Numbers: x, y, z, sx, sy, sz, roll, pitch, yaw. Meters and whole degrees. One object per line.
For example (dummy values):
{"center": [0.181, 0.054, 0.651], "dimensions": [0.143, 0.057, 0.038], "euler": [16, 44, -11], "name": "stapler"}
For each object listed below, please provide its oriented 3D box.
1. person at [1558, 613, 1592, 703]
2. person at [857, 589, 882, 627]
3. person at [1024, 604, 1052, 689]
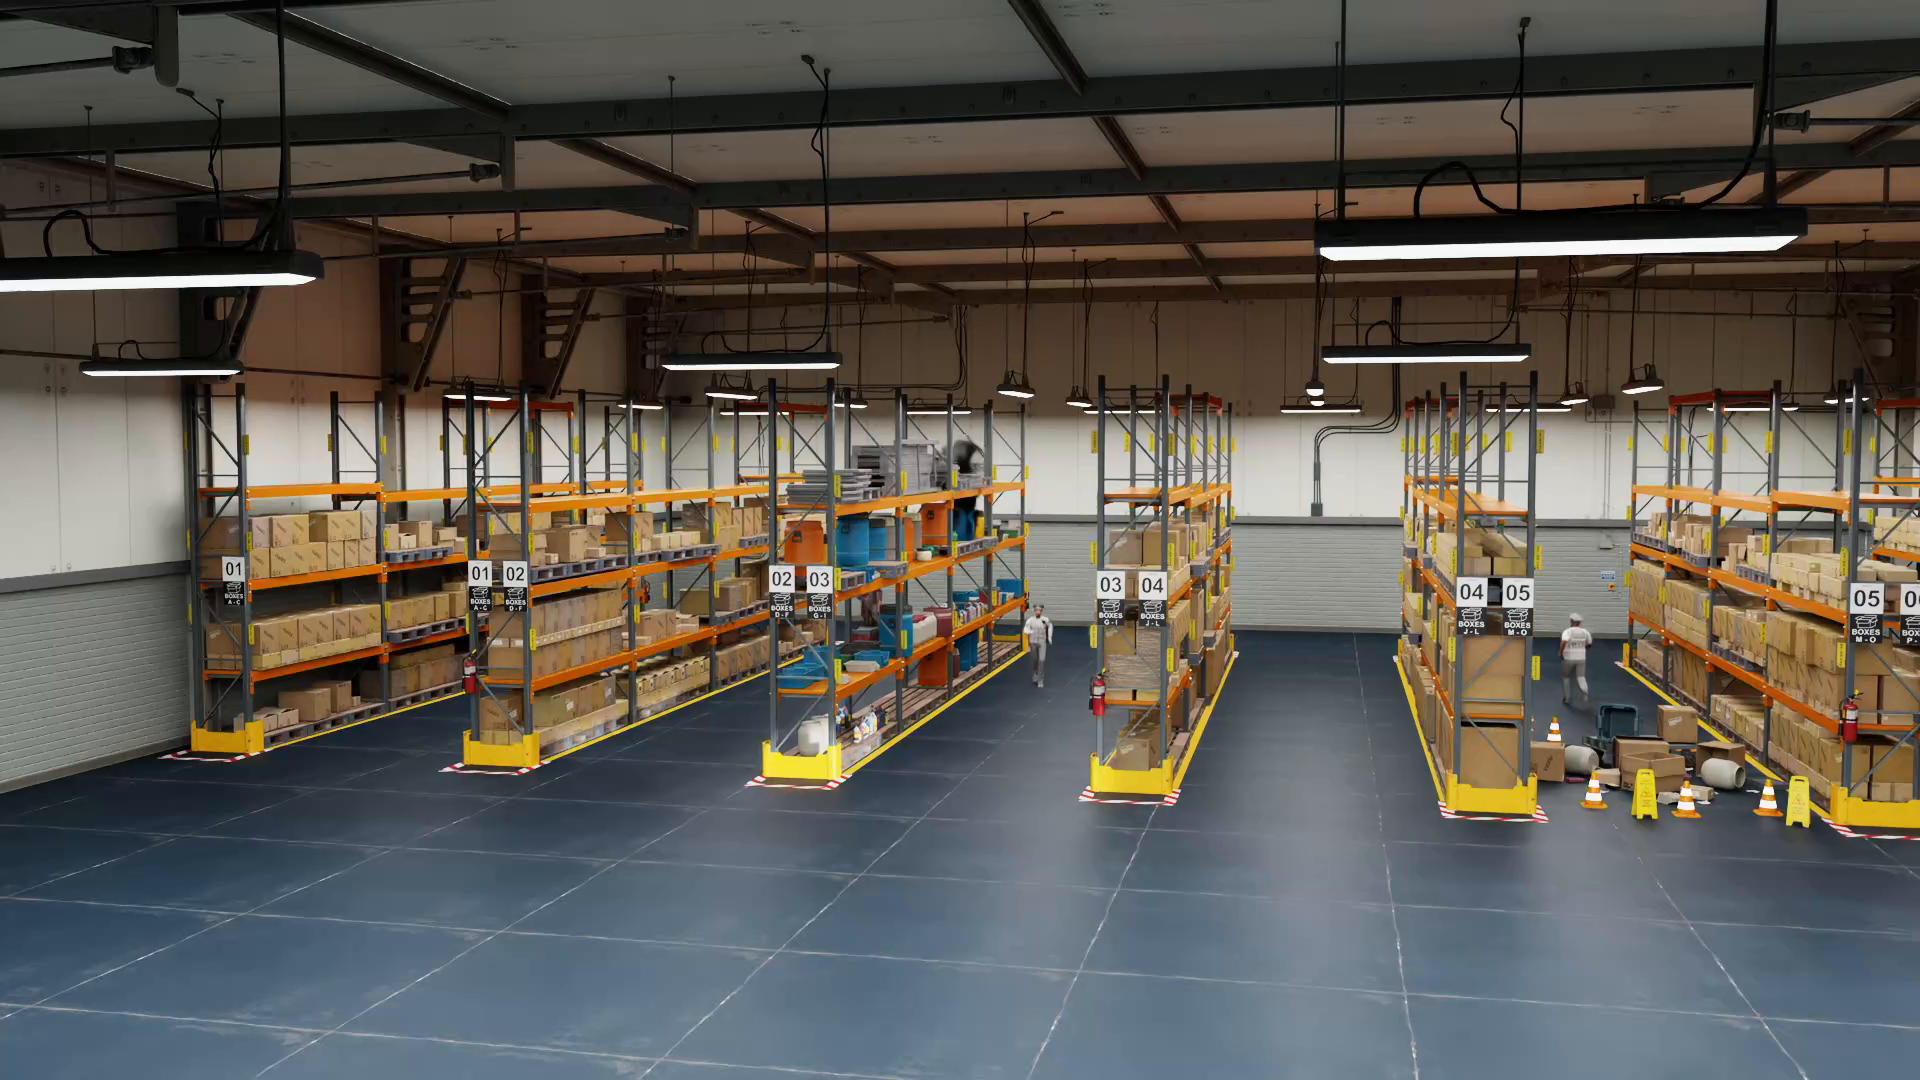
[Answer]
{"center": [11.824, 2.284, 31.983], "dimensions": [0.661, 1.750, 0.926], "euler": [0, 3, 4], "name": "person"}
{"center": [-2.280, 1.720, 42.013], "dimensions": [0.667, 1.811, 0.883], "euler": [0, 3, -7], "name": "person"}
{"center": [1.622, 2.176, 34.510], "dimensions": [0.598, 1.743, 0.842], "euler": [0, 3, 3], "name": "person"}
